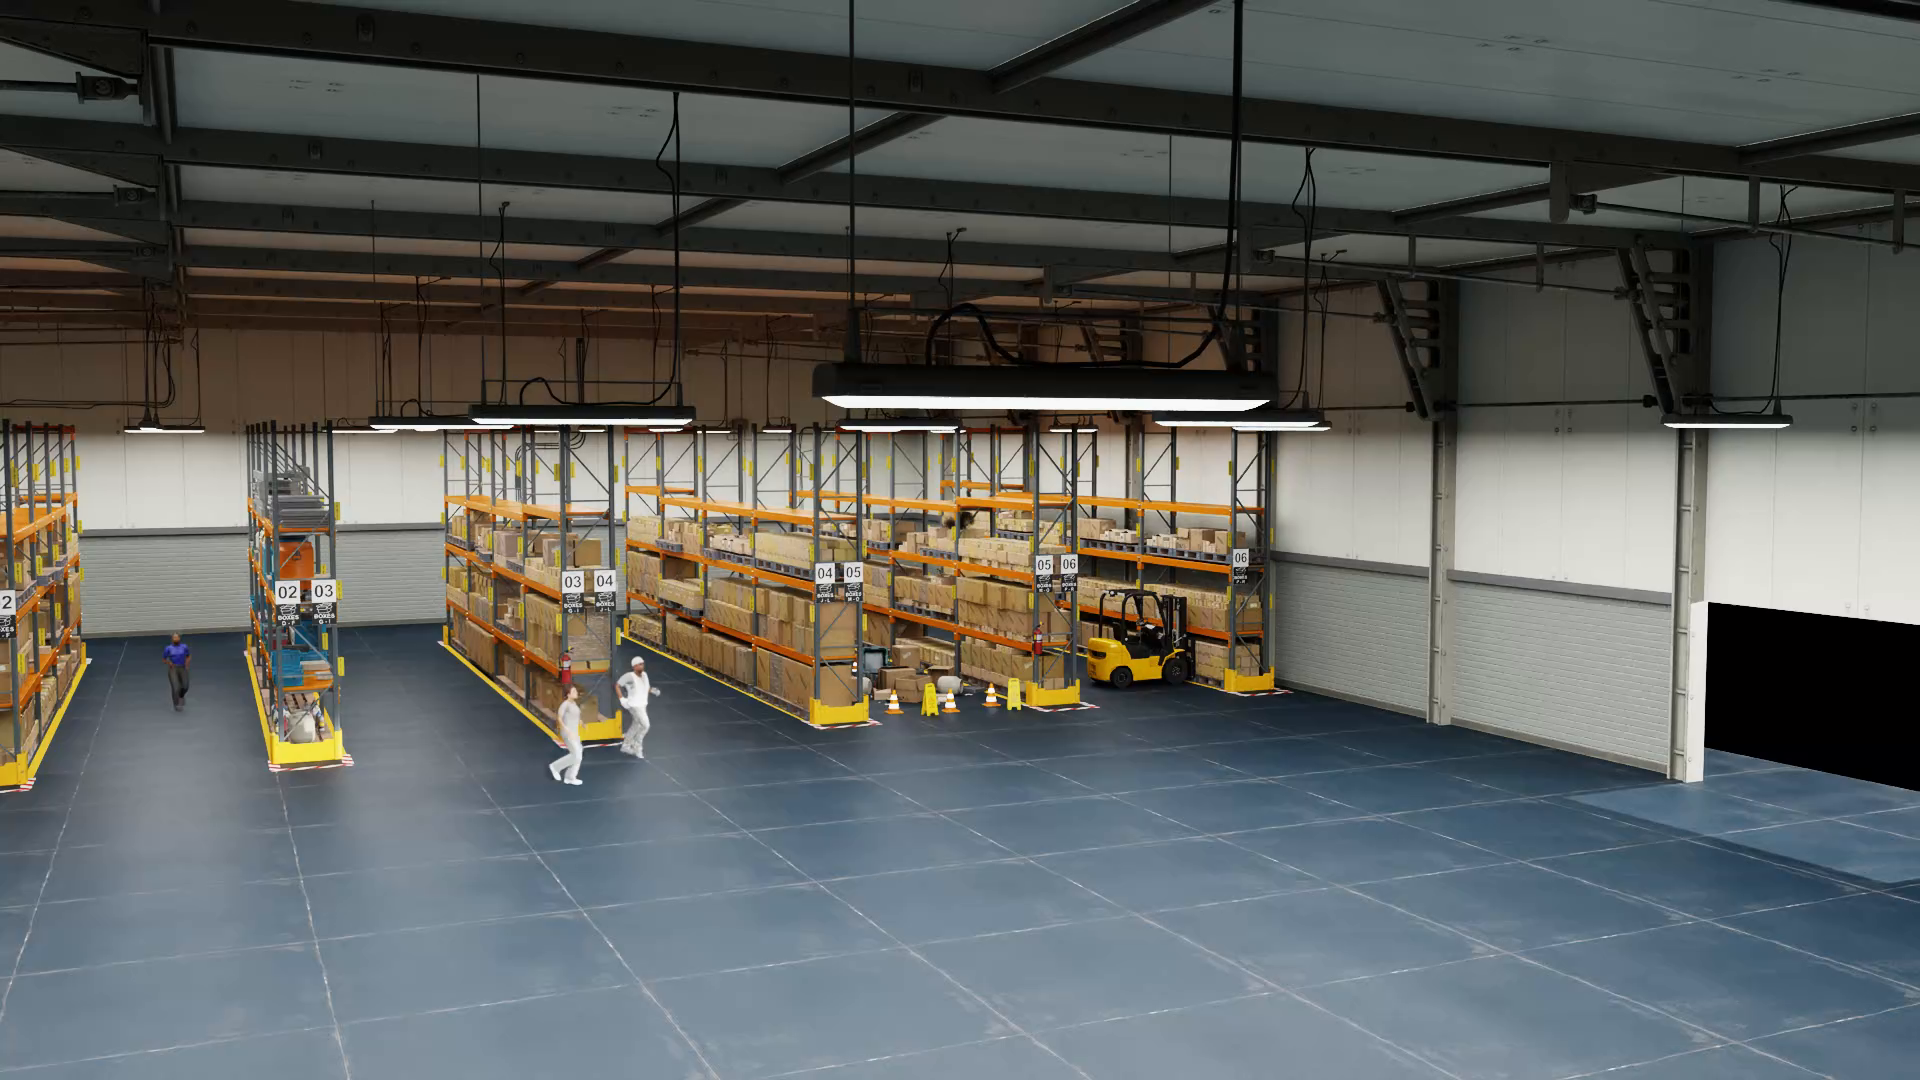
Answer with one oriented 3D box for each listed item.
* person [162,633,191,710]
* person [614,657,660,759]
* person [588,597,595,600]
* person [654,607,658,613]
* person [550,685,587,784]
[{"bbox_3d":[-16.342,2.743,34.744,0.570,1.609,0.568,-3,4,-35],"label":"person"},{"bbox_3d":[-5.740,2.991,29.692,0.750,1.824,0.666,1,4,17],"label":"person"},{"bbox_3d":[-9.765,2.041,44.916,0.672,1.793,0.925,-1,4,-16],"label":"person"},{"bbox_3d":[-8.887,1.841,49.156,0.623,1.669,0.670,2,4,23],"label":"person"},{"bbox_3d":[-6.454,3.198,27.380,0.563,1.641,0.581,0,4,7],"label":"person"}]
